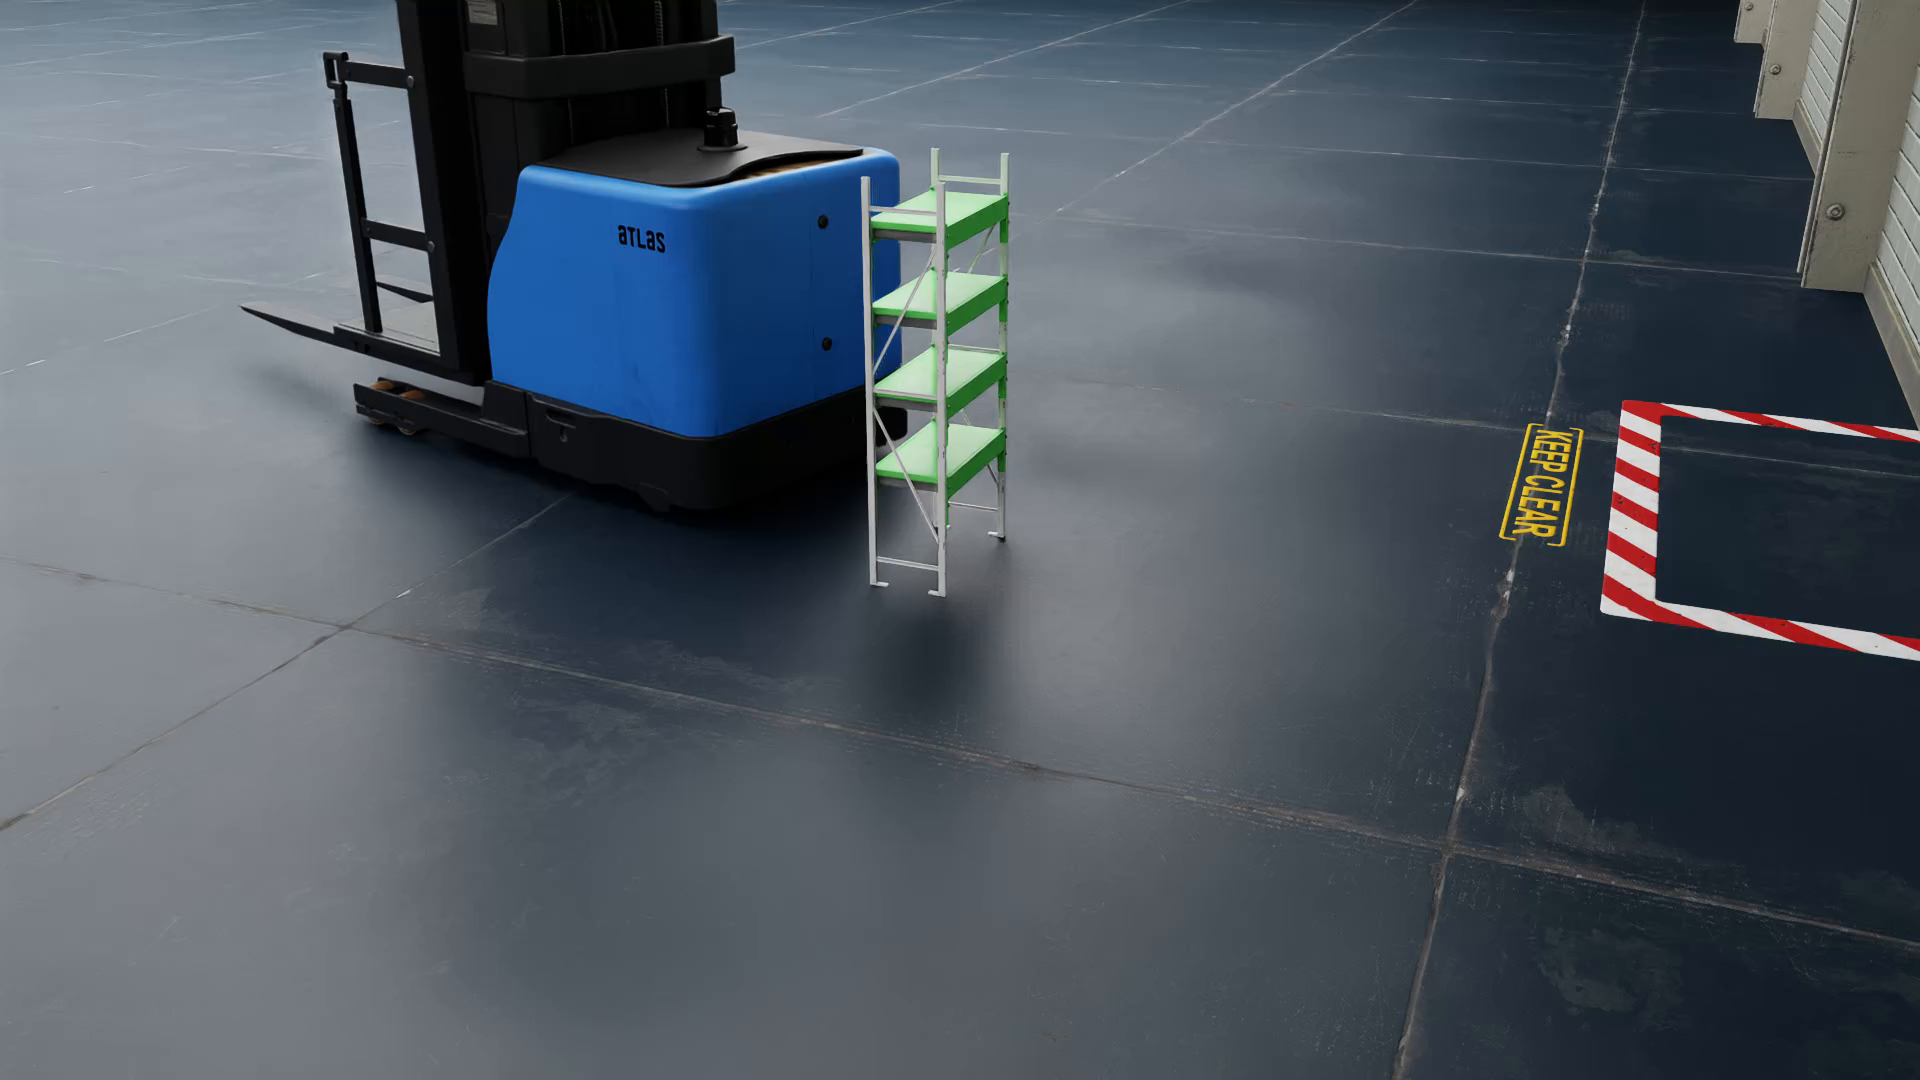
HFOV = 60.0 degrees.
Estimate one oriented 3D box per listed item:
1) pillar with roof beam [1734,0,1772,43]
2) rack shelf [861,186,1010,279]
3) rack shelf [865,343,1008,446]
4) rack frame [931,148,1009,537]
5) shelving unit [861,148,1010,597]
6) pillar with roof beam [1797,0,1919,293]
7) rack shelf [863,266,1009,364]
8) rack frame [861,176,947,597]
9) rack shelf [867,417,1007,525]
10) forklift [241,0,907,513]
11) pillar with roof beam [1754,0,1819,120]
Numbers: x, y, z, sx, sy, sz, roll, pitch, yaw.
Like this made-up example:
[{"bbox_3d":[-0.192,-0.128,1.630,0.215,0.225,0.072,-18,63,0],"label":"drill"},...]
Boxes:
[{"bbox_3d":[4.853,-10.364,18.387,9.100,9.000,0.400,9,24,20],"label":"pillar with roof beam"},{"bbox_3d":[-0.061,-0.878,4.717,0.258,0.148,0.480,9,24,20],"label":"rack shelf"},{"bbox_3d":[-0.061,-0.435,4.902,0.258,0.148,0.480,9,24,20],"label":"rack shelf"},{"bbox_3d":[0.029,-0.582,5.086,0.240,1.200,0.015,9,24,20],"label":"rack frame"},{"bbox_3d":[-0.061,-0.494,4.877,0.258,1.200,0.503,9,24,20],"label":"shelving unit"},{"bbox_3d":[0.395,-6.070,8.106,9.100,9.000,0.400,9,24,20],"label":"pillar with roof beam"},{"bbox_3d":[-0.061,-0.657,4.809,0.258,0.148,0.480,9,24,20],"label":"rack shelf"},{"bbox_3d":[-0.152,-0.407,4.668,0.240,1.200,0.015,9,24,20],"label":"rack frame"},{"bbox_3d":[-0.061,-0.214,4.994,0.258,0.148,0.480,9,24,20],"label":"rack shelf"},{"bbox_3d":[-1.660,-1.883,5.954,3.031,2.935,1.130,17,28,35],"label":"forklift"},{"bbox_3d":[2.624,-8.217,13.246,9.100,9.000,0.400,9,24,20],"label":"pillar with roof beam"}]
